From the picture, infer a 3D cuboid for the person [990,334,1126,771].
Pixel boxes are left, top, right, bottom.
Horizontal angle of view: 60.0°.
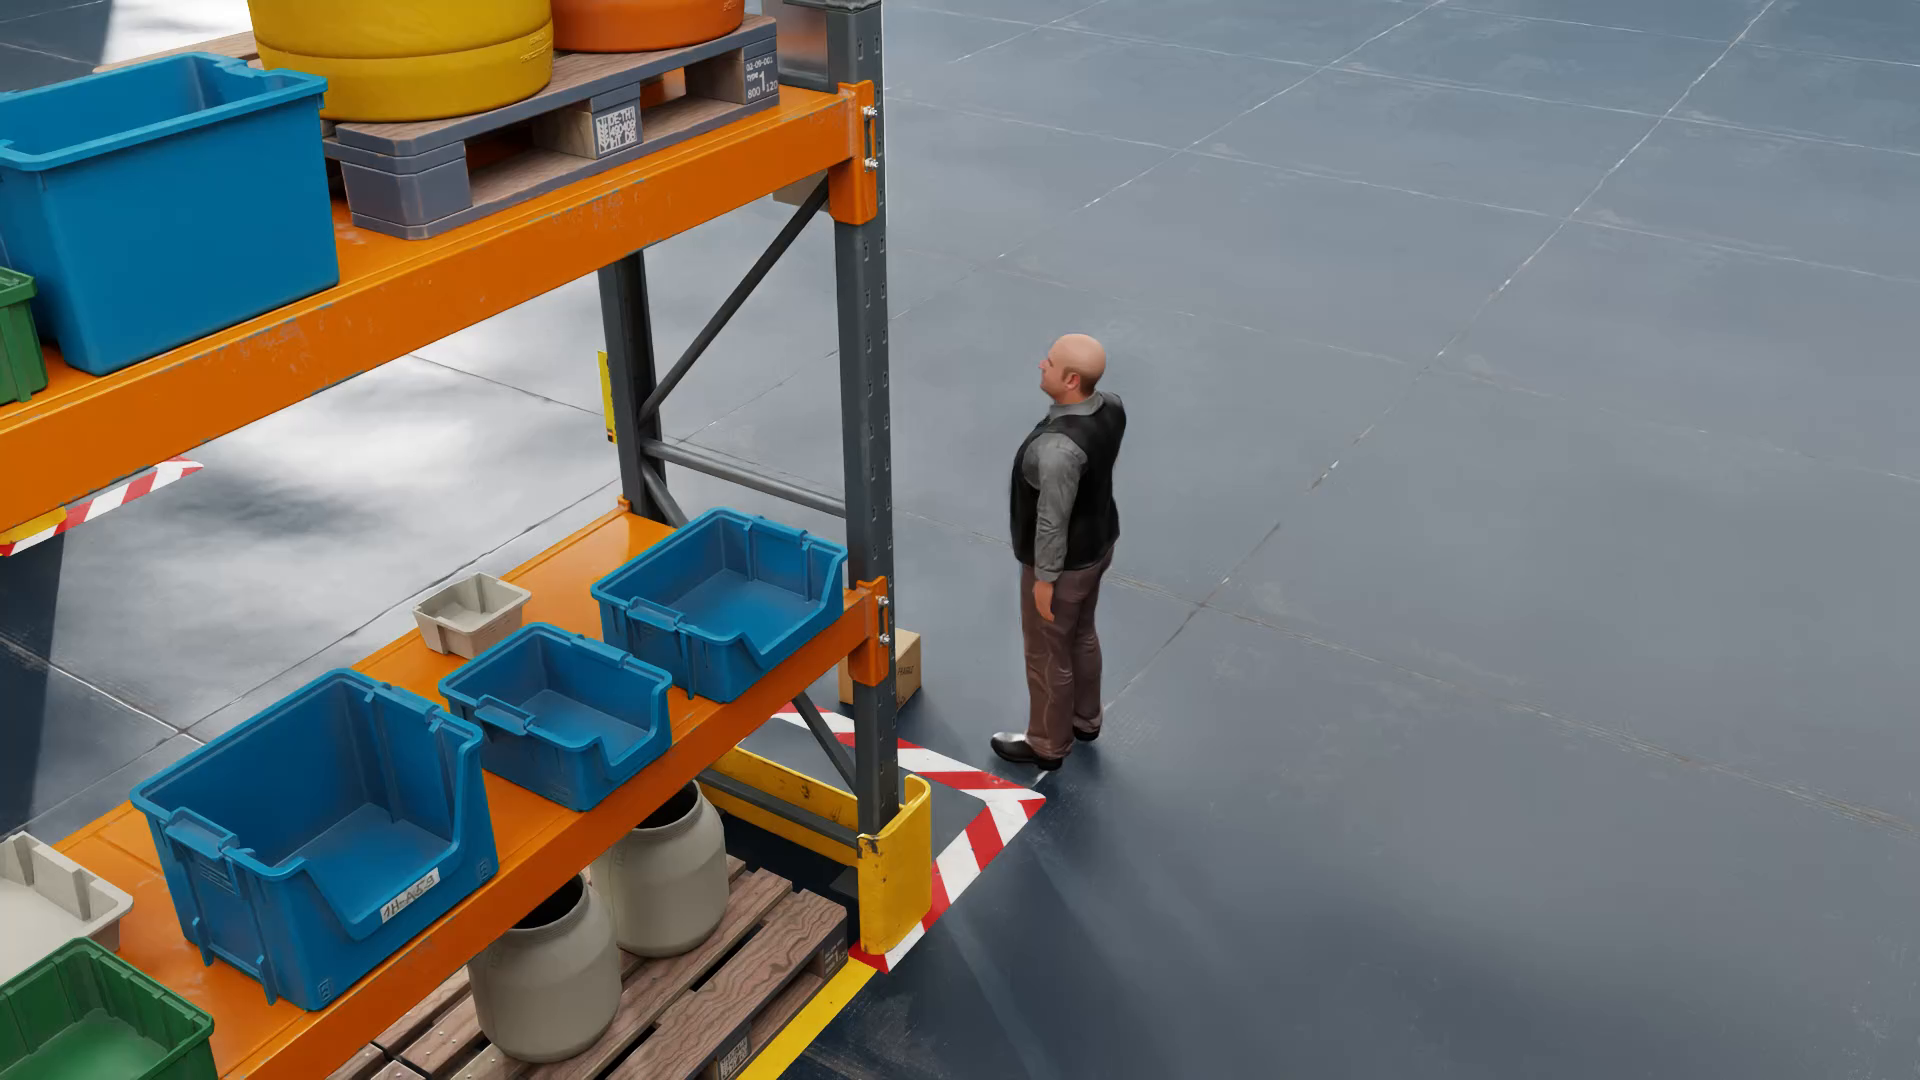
[{"bbox_3d":[0.349,0.050,6.028,0.407,1.727,0.546,13,33,22],"label":"person"}]
